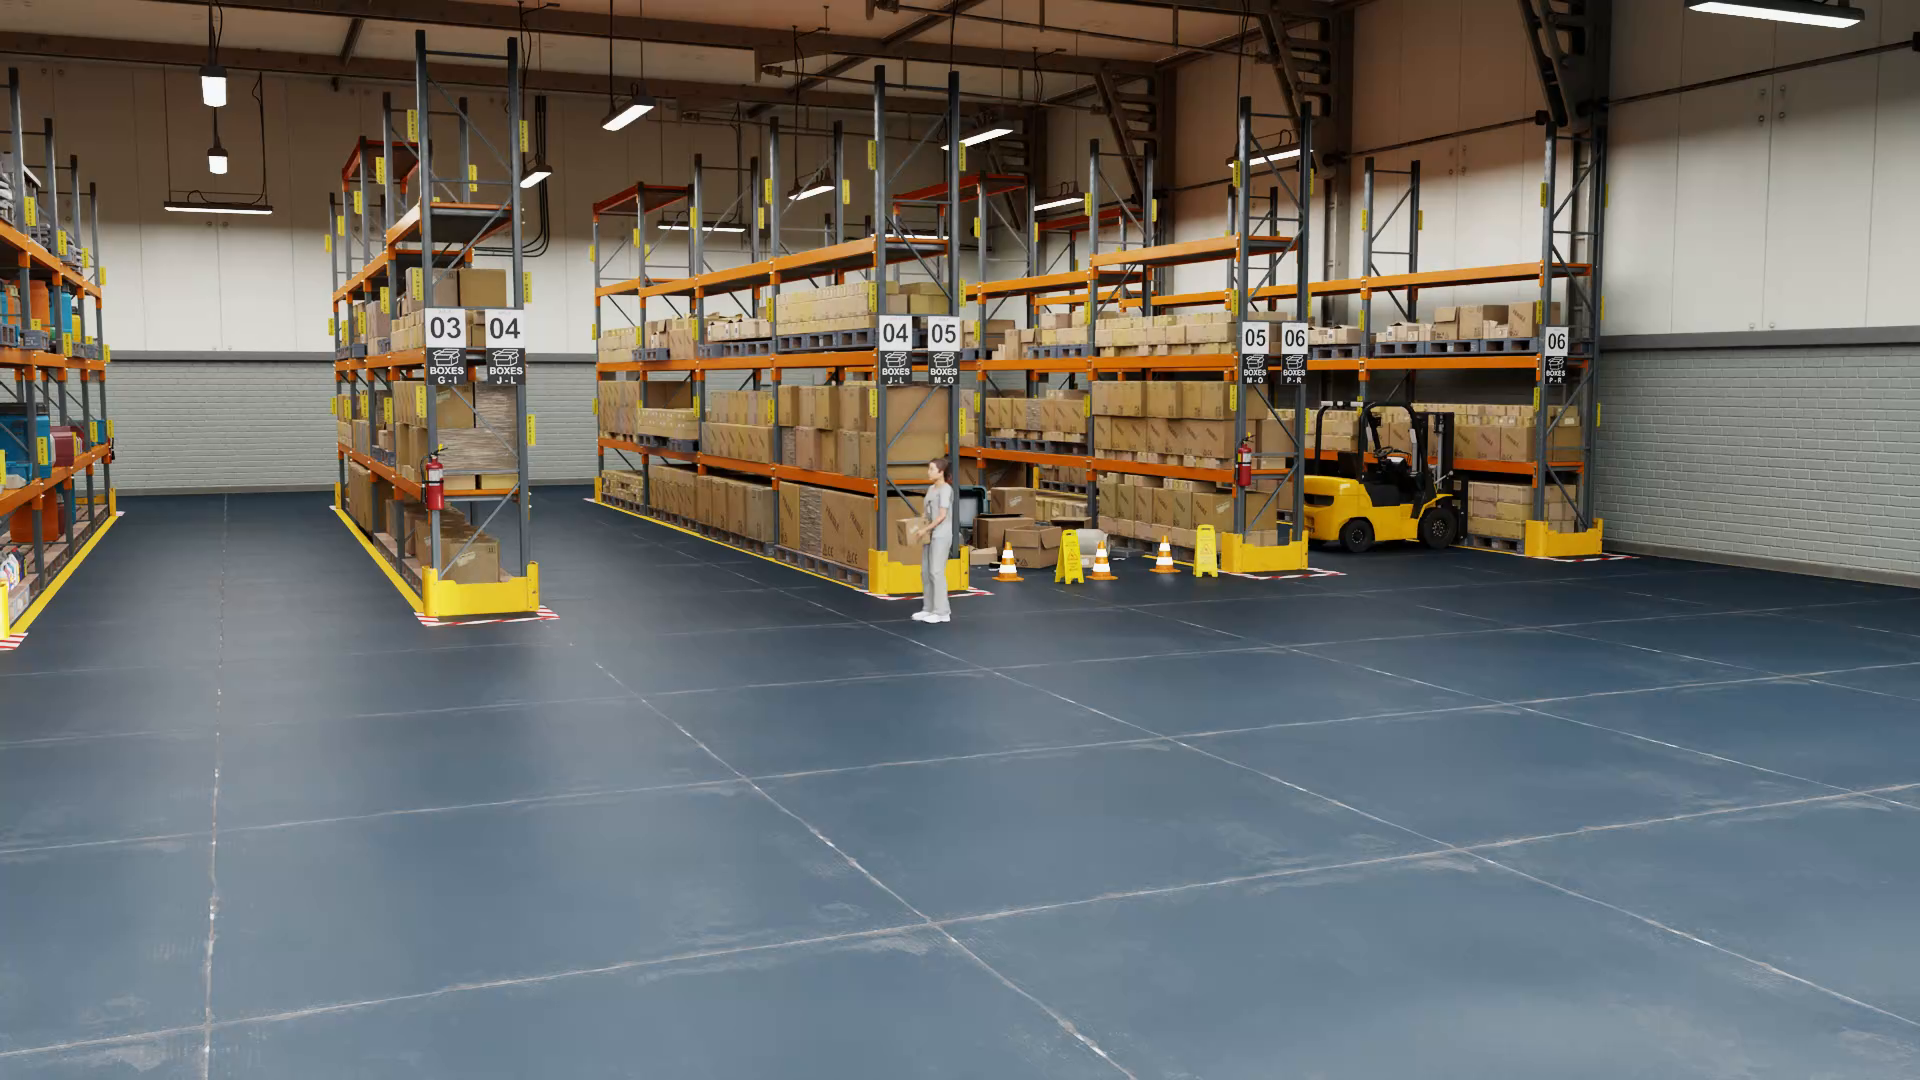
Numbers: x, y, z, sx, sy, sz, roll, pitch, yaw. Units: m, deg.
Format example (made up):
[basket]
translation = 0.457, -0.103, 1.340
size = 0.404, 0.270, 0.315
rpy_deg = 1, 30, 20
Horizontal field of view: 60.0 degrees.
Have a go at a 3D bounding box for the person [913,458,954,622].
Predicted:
[person]
translation = -0.289, -0.004, 16.995
size = 0.490, 1.674, 0.463
rpy_deg = -2, 6, -24
